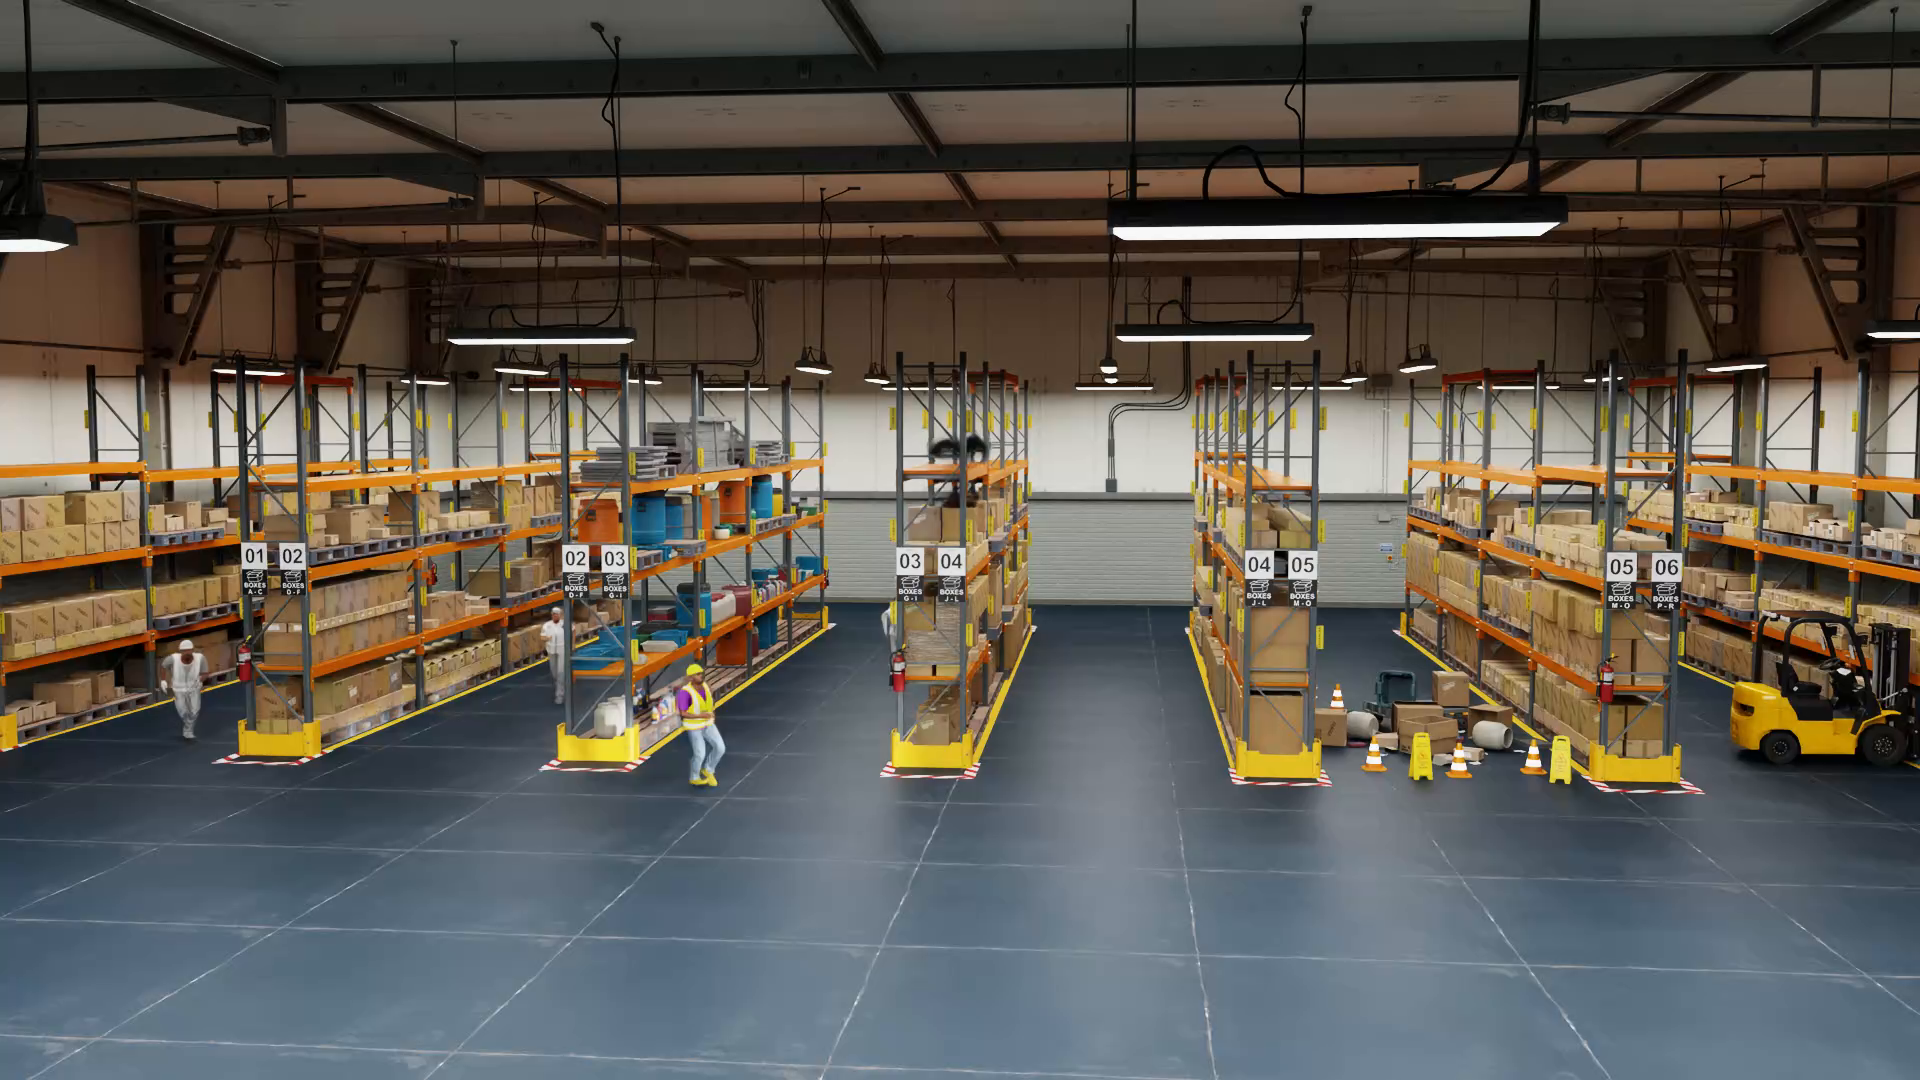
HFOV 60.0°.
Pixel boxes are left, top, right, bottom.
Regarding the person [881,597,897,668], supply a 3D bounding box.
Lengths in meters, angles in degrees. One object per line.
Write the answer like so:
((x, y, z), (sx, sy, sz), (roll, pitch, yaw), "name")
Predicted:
((-1.216, 1.893, 32.510), (0.606, 1.614, 0.685), (-1, 4, -7), "person")

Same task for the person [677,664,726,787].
((-3.547, 2.541, 22.612), (0.639, 1.734, 0.676), (4, 5, 42), "person")

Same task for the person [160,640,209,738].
((-12.087, 2.333, 25.931), (0.690, 1.594, 0.770), (-2, 4, -25), "person")

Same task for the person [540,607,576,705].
((-7.210, 2.045, 29.822), (0.564, 1.712, 0.854), (0, 4, 3), "person")
